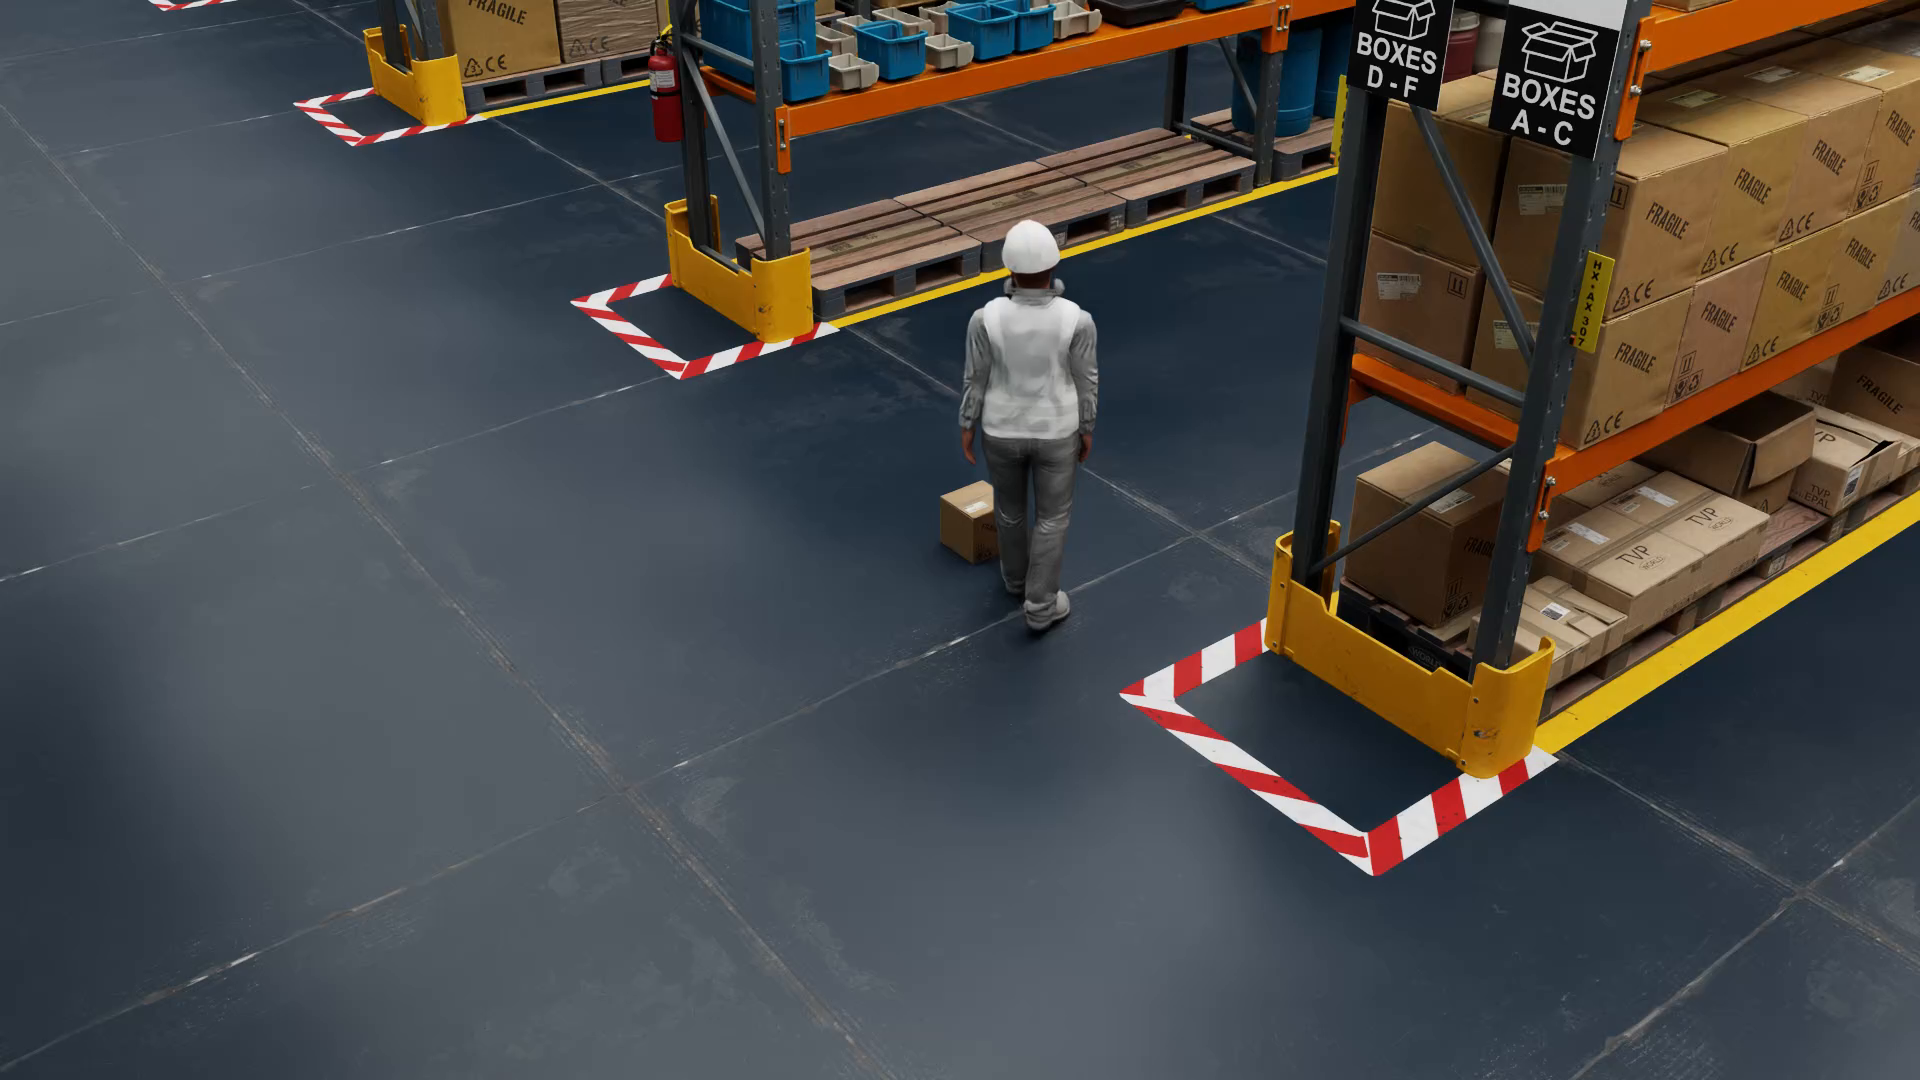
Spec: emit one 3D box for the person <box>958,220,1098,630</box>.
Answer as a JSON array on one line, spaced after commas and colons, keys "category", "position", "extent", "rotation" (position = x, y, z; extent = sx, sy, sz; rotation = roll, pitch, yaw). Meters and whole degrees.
[{"category": "person", "position": [0.282, -0.494, 6.895], "extent": [0.564, 1.776, 0.620], "rotation": [3, 32, 5]}]
